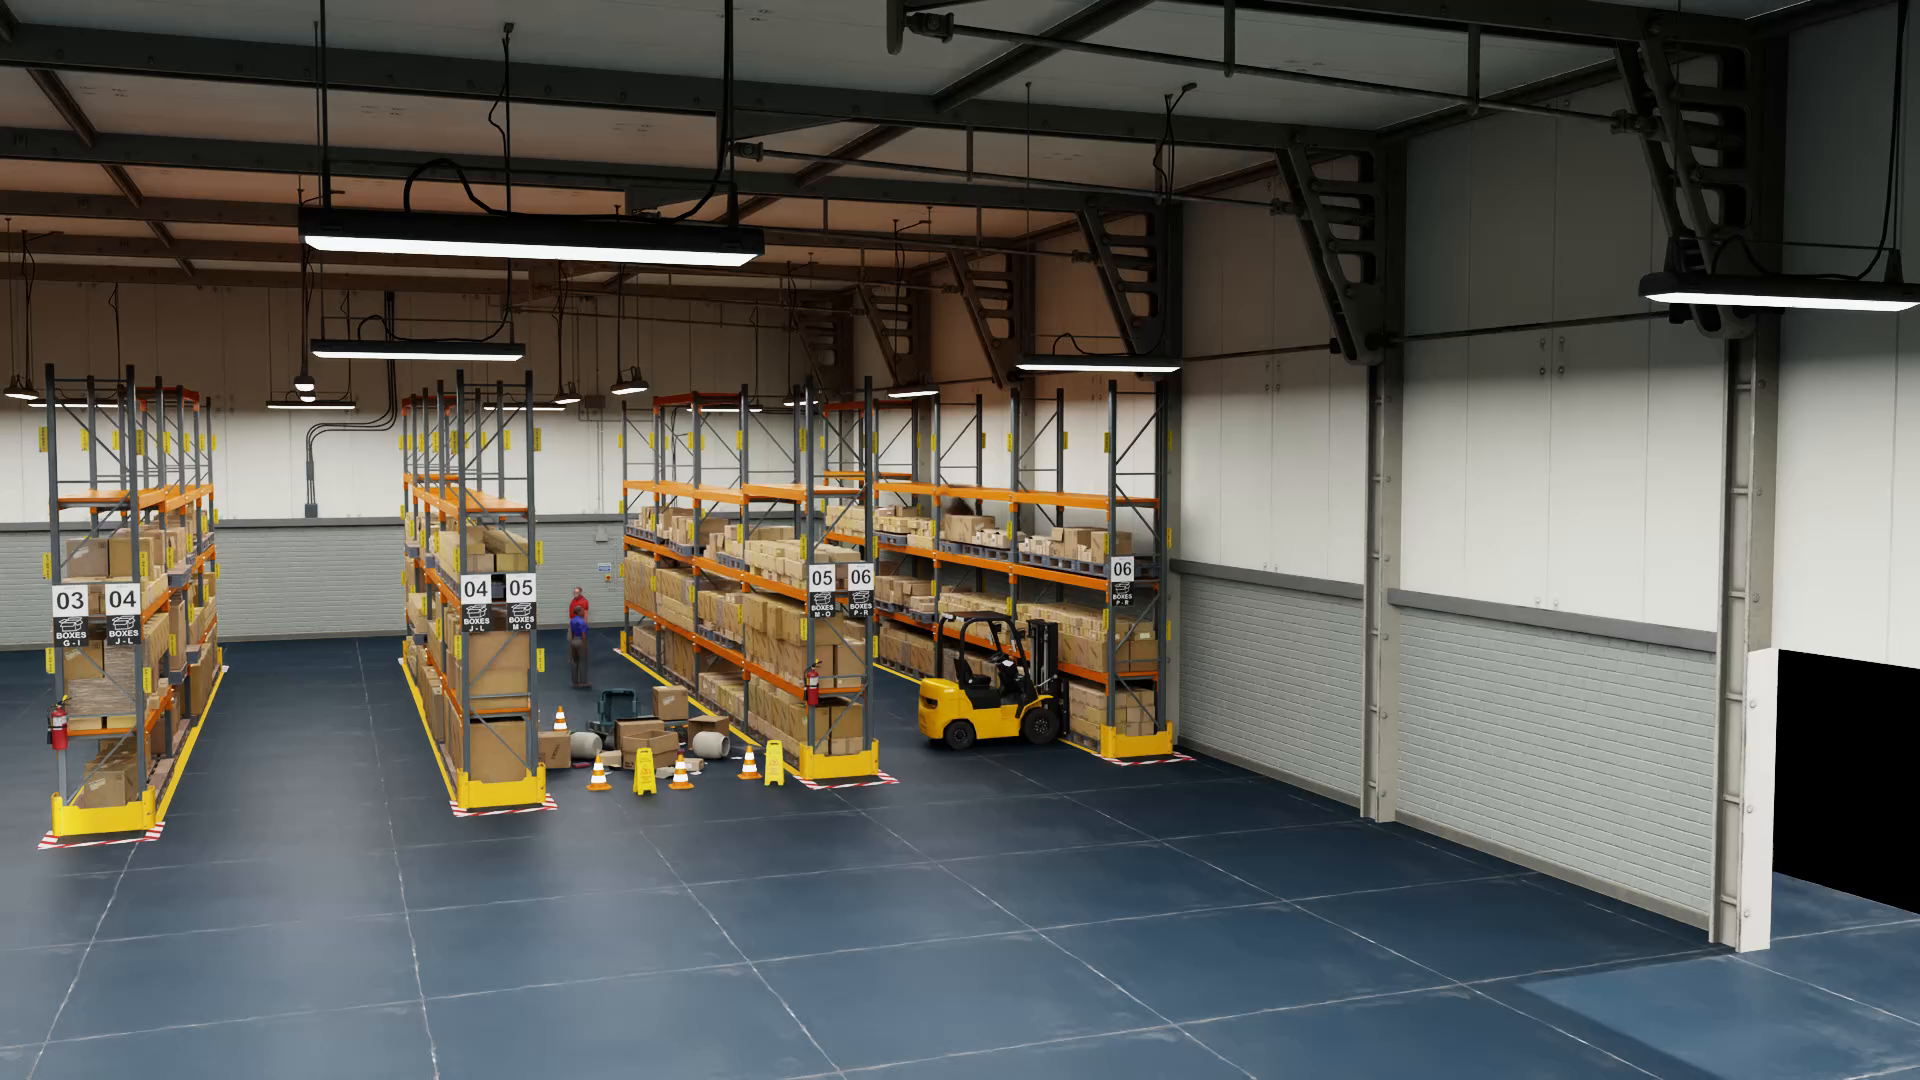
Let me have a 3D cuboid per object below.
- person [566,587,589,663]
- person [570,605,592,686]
[{"bbox_3d":[-8.716,1.971,37.799,0.597,1.812,0.411,2,4,33],"label":"person"},{"bbox_3d":[-7.782,2.169,34.139,0.506,1.659,0.370,3,4,40],"label":"person"}]
